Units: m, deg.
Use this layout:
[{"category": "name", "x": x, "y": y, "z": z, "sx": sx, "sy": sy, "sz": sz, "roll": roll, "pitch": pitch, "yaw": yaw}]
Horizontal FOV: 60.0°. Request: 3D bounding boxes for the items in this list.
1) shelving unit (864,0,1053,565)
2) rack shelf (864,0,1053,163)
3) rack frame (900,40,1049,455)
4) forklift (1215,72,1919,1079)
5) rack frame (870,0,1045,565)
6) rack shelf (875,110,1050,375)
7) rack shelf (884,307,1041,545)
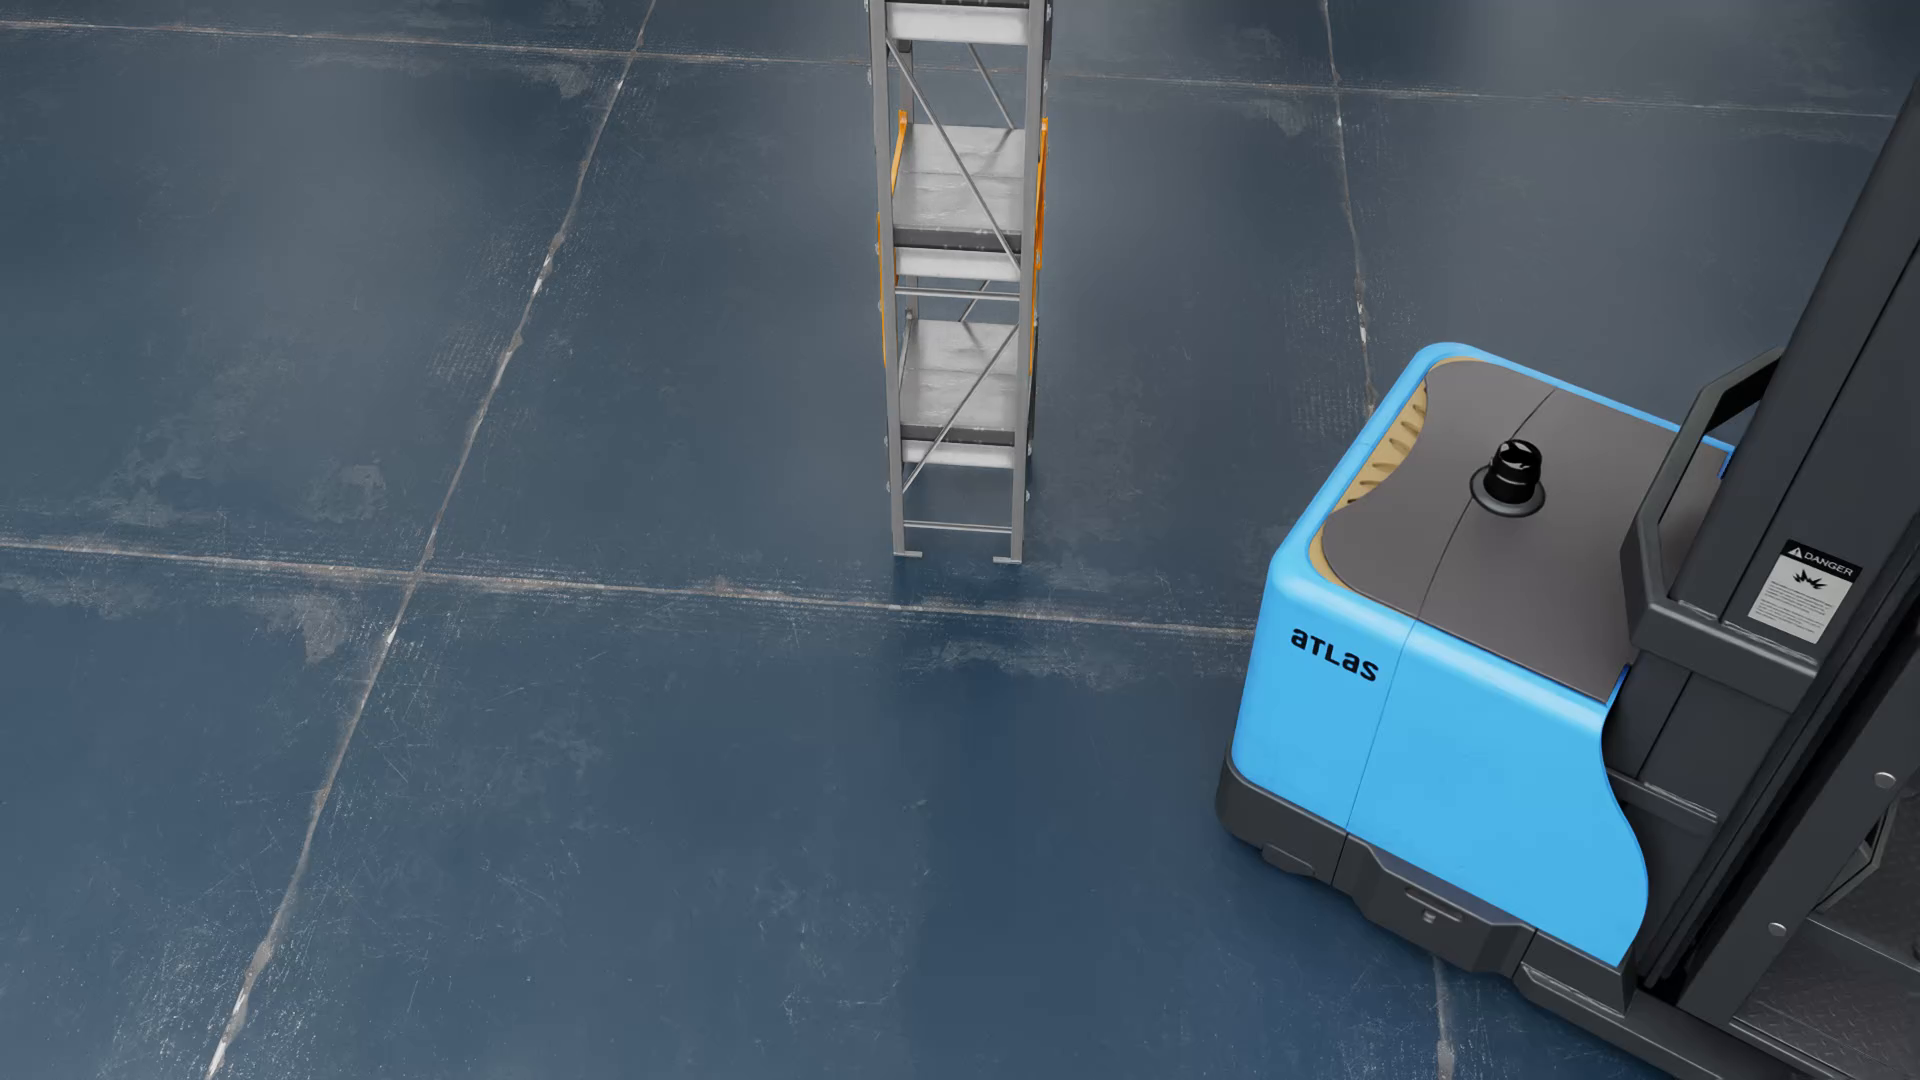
[{"category": "shelving unit", "x": 0.015, "y": -0.830, "z": 4.586, "sx": 0.431, "sy": 2.100, "sz": 0.503, "roll": 4, "pitch": 48, "yaw": 4}, {"category": "rack shelf", "x": 0.015, "y": -1.294, "z": 4.080, "sx": 0.431, "sy": 0.518, "sz": 0.480, "roll": 4, "pitch": 48, "yaw": 4}, {"category": "rack frame", "x": 0.037, "y": -1.010, "z": 4.750, "sx": 0.400, "sy": 2.100, "sz": 0.015, "roll": 4, "pitch": 48, "yaw": 4}, {"category": "forklift", "x": 2.203, "y": 0.094, "z": 3.178, "sx": 3.031, "sy": 2.935, "sz": 1.130, "roll": 26, "pitch": 53, "yaw": 22}, {"category": "rack frame", "x": -0.007, "y": -0.651, "z": 4.422, "sx": 0.400, "sy": 2.100, "sz": 0.015, "roll": 4, "pitch": 48, "yaw": 4}, {"category": "rack shelf", "x": 0.015, "y": -0.821, "z": 4.597, "sx": 0.431, "sy": 0.518, "sz": 0.480, "roll": 4, "pitch": 48, "yaw": 4}, {"category": "rack shelf", "x": 0.015, "y": -0.349, "z": 5.113, "sx": 0.431, "sy": 0.518, "sz": 0.480, "roll": 4, "pitch": 48, "yaw": 4}]
